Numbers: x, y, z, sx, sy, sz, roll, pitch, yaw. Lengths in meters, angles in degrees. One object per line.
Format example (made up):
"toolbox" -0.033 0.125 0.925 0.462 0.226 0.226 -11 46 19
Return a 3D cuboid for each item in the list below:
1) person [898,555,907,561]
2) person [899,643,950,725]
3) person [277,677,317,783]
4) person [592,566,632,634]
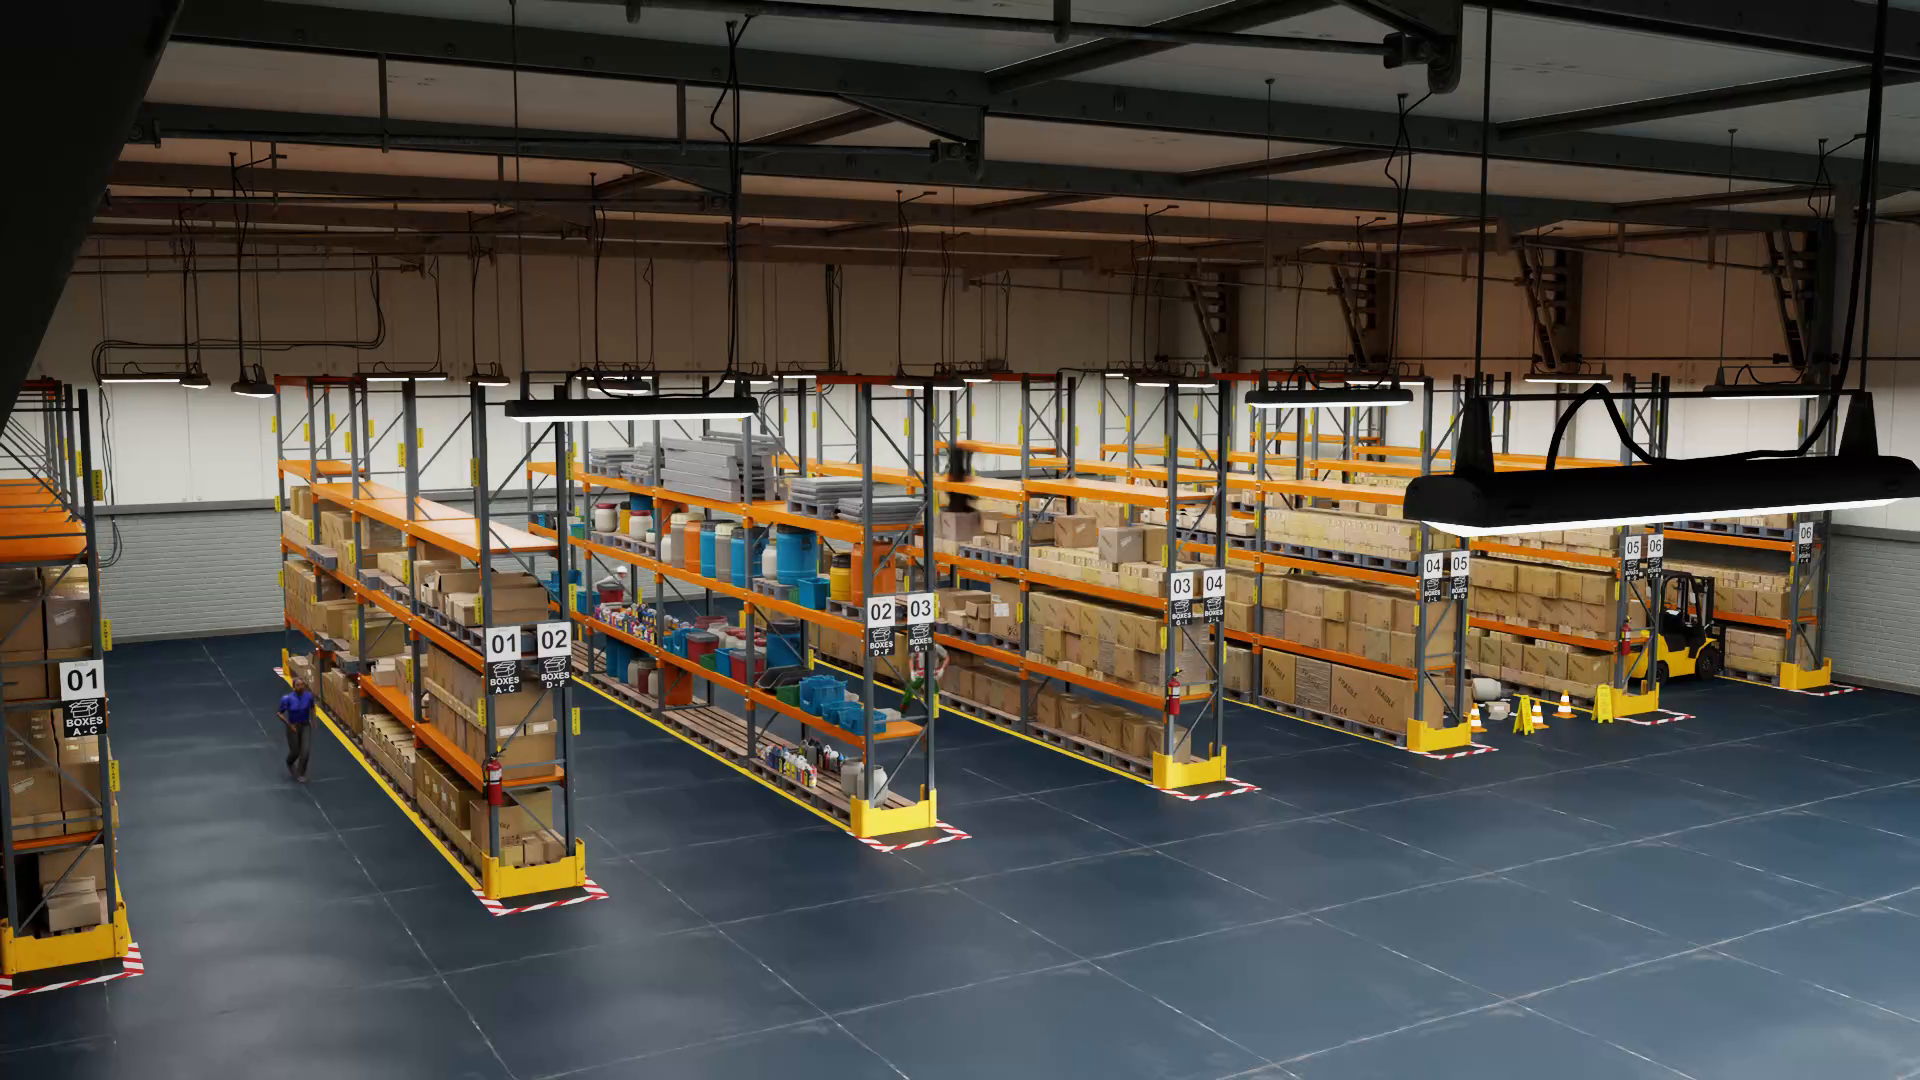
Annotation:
"person" -1.418 1.194 39.623 0.622 1.688 0.775 -2 6 -14
"person" -0.680 2.356 28.644 0.982 1.715 0.456 1 6 10
"person" -9.948 2.824 24.956 0.572 1.602 0.646 -4 8 -35
"person" -8.048 1.373 38.283 0.984 1.533 0.672 -1 6 -5
